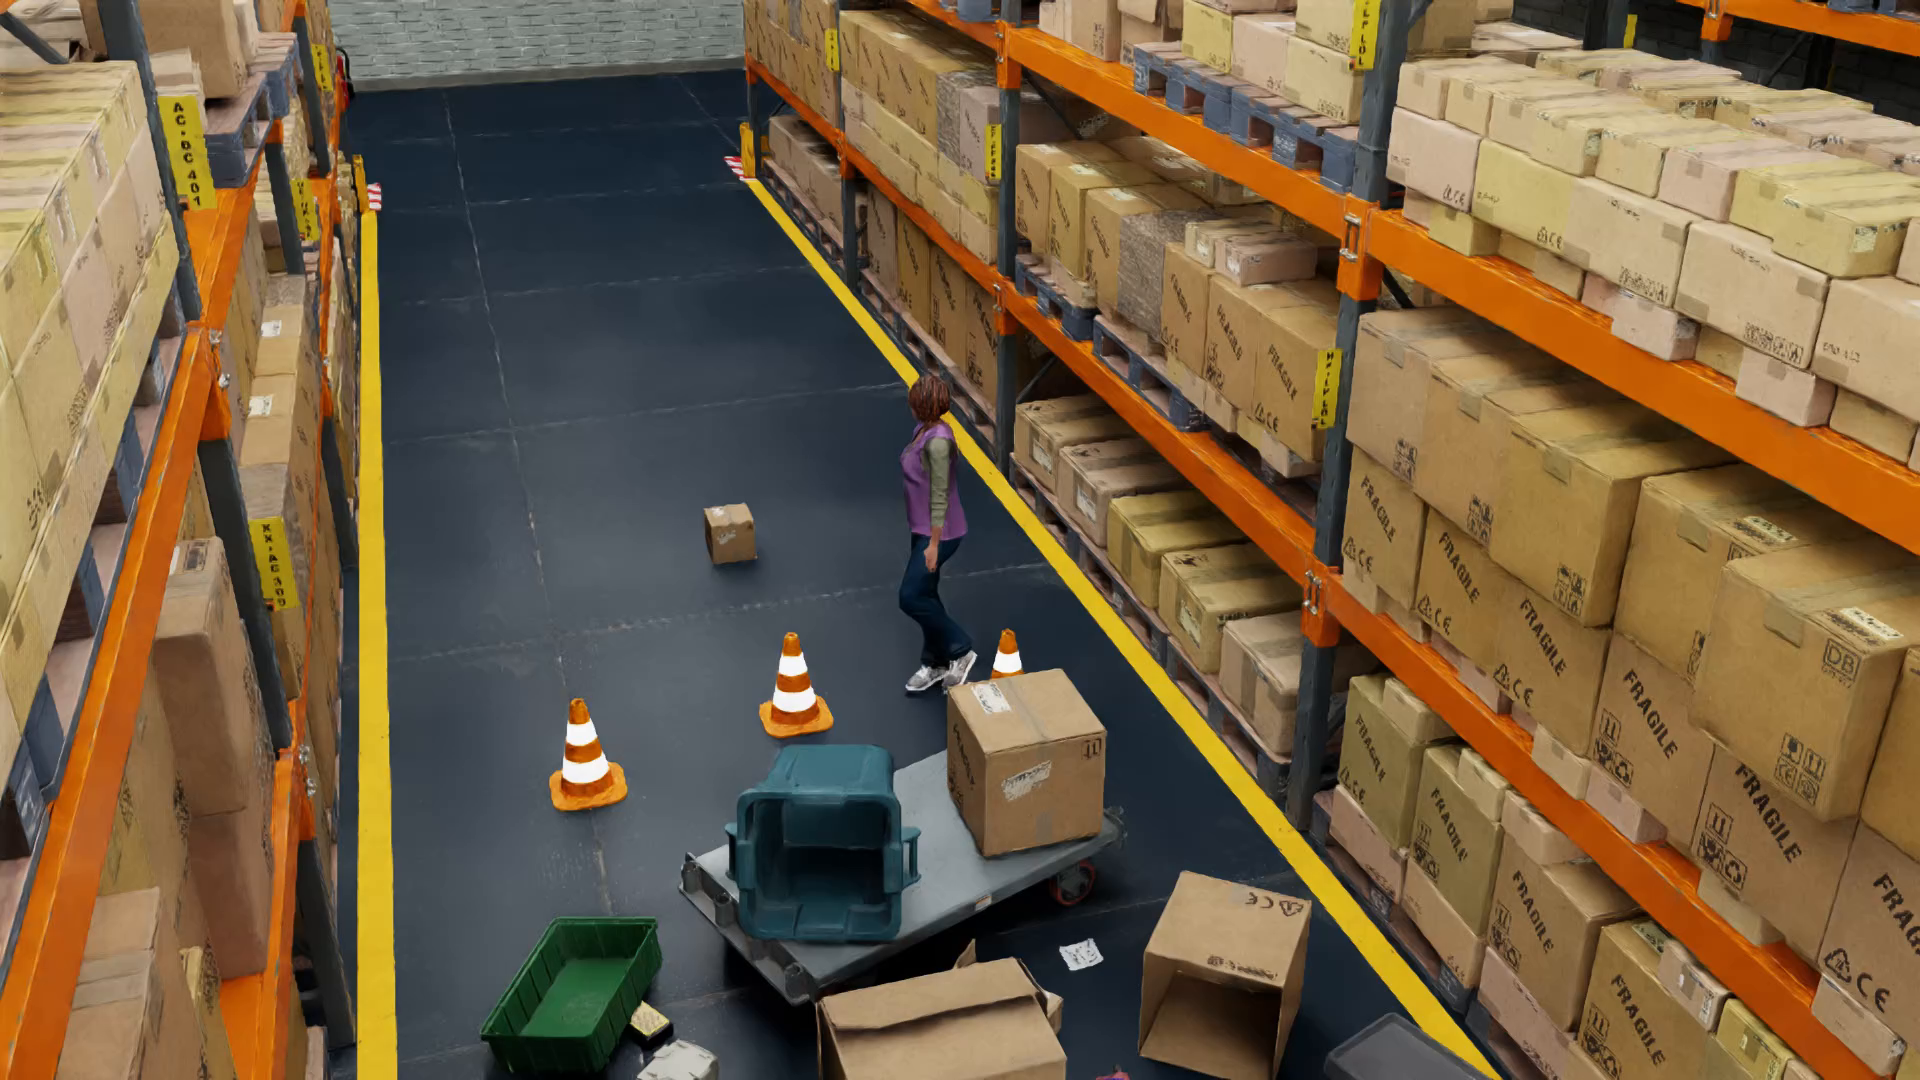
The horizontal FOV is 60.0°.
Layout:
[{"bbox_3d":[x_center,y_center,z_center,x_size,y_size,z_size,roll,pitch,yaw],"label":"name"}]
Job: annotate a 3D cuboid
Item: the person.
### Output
[{"bbox_3d":[-0.143,-0.008,8.167,0.386,1.567,0.567,-7,27,-13],"label":"person"}]
